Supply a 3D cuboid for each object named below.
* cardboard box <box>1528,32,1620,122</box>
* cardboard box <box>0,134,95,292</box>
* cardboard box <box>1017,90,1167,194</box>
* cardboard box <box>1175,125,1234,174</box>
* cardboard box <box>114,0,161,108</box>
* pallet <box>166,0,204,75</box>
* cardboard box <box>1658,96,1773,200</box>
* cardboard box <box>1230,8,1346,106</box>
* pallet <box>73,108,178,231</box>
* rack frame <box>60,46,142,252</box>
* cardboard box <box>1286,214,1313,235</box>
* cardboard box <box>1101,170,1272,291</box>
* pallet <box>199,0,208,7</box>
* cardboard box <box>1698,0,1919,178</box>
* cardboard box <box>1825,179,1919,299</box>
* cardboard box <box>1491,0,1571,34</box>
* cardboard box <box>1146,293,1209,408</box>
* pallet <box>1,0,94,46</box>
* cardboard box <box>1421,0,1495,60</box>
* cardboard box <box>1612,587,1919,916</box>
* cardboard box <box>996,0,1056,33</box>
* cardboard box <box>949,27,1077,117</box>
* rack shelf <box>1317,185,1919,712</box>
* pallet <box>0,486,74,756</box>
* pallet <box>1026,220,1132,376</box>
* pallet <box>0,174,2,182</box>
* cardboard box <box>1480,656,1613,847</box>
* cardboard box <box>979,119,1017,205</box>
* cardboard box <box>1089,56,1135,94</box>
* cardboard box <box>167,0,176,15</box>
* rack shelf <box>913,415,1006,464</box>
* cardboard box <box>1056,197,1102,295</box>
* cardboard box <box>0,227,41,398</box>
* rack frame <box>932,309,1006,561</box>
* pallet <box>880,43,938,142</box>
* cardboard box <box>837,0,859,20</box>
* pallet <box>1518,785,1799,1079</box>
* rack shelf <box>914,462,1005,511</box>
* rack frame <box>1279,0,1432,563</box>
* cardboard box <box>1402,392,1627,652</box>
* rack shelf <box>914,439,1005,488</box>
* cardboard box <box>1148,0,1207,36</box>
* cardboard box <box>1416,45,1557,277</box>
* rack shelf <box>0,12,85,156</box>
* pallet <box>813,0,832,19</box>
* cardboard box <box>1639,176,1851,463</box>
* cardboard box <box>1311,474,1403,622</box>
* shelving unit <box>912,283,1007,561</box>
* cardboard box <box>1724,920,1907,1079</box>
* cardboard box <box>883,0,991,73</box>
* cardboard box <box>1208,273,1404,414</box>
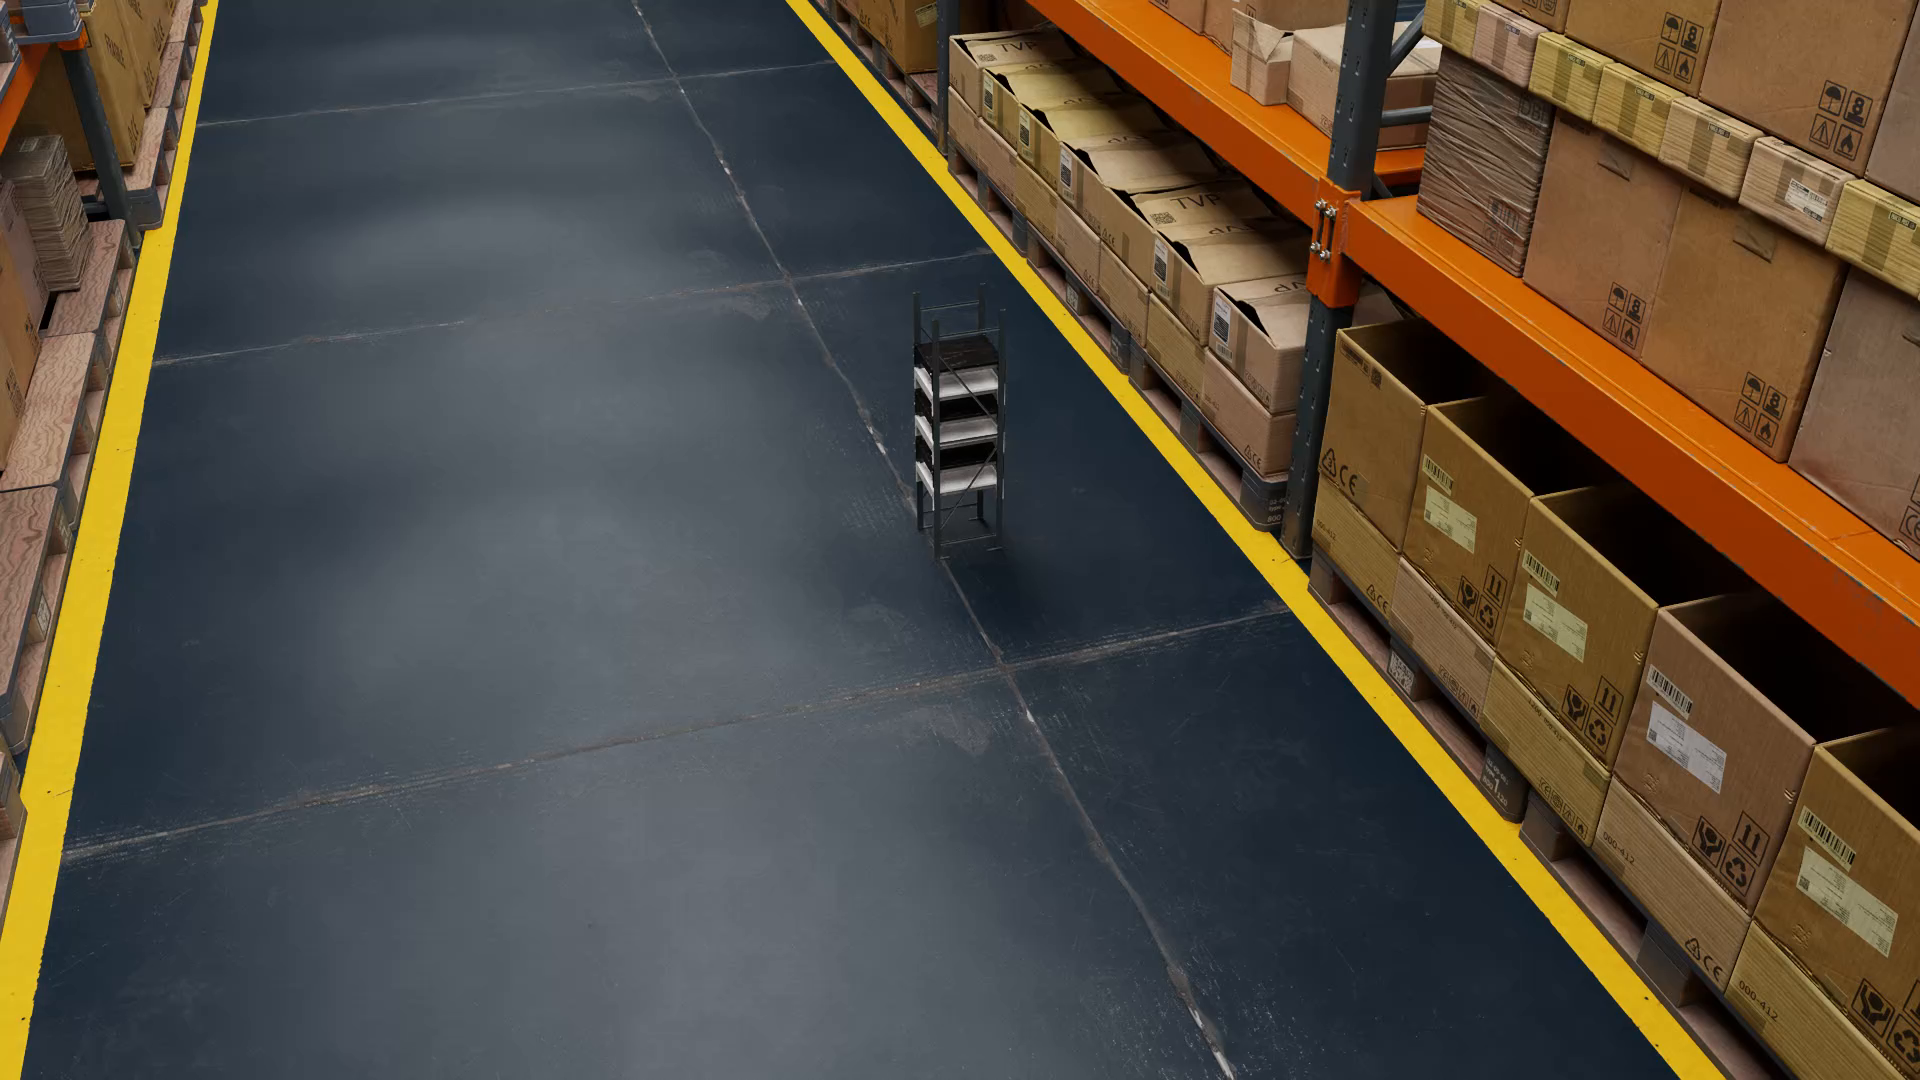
[{"bbox_3d":[1.649,-1.163,4.110,0.380,0.149,0.250,-11,35,-16],"label":"cardboard box"},{"bbox_3d":[-4.073,-1.328,6.907,0.700,0.500,0.500,-10,35,-14],"label":"cardboard box"},{"bbox_3d":[0.576,-1.786,7.337,0.500,0.311,0.500,-11,35,-16],"label":"cardboard box"},{"bbox_3d":[1.235,-1.619,7.084,0.500,0.311,0.500,-9,35,-13],"label":"cardboard box"},{"bbox_3d":[-4.703,-2.704,8.690,0.750,0.750,0.750,-10,35,-15],"label":"cardboard box"},{"bbox_3d":[-5.255,-3.101,10.251,1.003,0.211,1.213,-10,35,-15],"label":"pallet"},{"bbox_3d":[1.805,-0.894,3.703,0.380,0.149,0.250,-11,35,-16],"label":"cardboard box"},{"bbox_3d":[1.151,-1.666,5.672,0.396,0.266,0.258,-11,35,-16],"label":"cardboard box"},{"bbox_3d":[-4.511,-1.820,8.312,1.003,0.211,1.213,-10,35,-15],"label":"pallet"},{"bbox_3d":[-4.342,-2.556,6.898,1.000,3.000,0.127,-10,35,-15],"label":"rack frame"},{"bbox_3d":[1.558,-1.076,6.262,0.500,0.311,0.500,-10,35,-15],"label":"cardboard box"},{"bbox_3d":[0.883,-1.252,6.529,0.500,0.311,0.500,-10,35,-15],"label":"cardboard box"},{"bbox_3d":[-5.720,-3.905,11.469,1.003,0.211,1.213,-10,35,-15],"label":"pallet"},{"bbox_3d":[2.043,-1.114,3.448,0.700,0.500,0.500,-10,35,-15],"label":"cardboard box"},{"bbox_3d":[1.968,-0.617,3.284,0.380,0.149,0.250,-10,35,-15],"label":"cardboard box"},{"bbox_3d":[1.736,-1.642,4.247,0.700,0.500,0.500,-10,35,-15],"label":"cardboard box"},{"bbox_3d":[1.039,-0.754,6.284,0.500,0.250,0.500,-11,35,-15],"label":"cardboard box"},{"bbox_3d":[-4.023,-2.120,6.412,1.213,0.211,1.003,-10,35,-15],"label":"pallet"},{"bbox_3d":[1.492,-1.430,4.514,0.380,0.149,0.250,-10,35,-15],"label":"cardboard box"},{"bbox_3d":[1.897,0.451,3.779,0.500,0.500,0.500,-10,35,-15],"label":"cardboard box"},{"bbox_3d":[0.508,-2.819,9.164,0.500,0.500,0.500,-9,34,-13],"label":"cardboard box"},{"bbox_3d":[0.254,-2.329,8.158,0.500,0.311,0.500,-9,34,-13],"label":"cardboard box"},{"bbox_3d":[2.204,0.059,3.593,1.077,0.370,4.000,-10,35,-15],"label":"rack shelf"},{"bbox_3d":[-3.361,0.299,5.107,1.003,0.211,1.213,-10,35,-15],"label":"pallet"},{"bbox_3d":[0.957,-1.150,7.299,1.003,0.211,1.213,-10,35,-15],"label":"pallet"},{"bbox_3d":[-3.217,-0.802,4.417,1.003,0.211,1.213,-10,35,-15],"label":"pallet"},{"bbox_3d":[1.742,0.502,4.383,0.500,0.250,0.500,-10,35,-15],"label":"cardboard box"},{"bbox_3d":[0.409,-1.831,7.914,0.500,0.250,0.500,-11,35,-16],"label":"cardboard box"},{"bbox_3d":[0.933,-2.148,7.884,0.500,0.311,0.500,-11,35,-15],"label":"cardboard box"},{"bbox_3d":[-5.240,-3.615,10.070,0.750,0.750,0.750,-10,35,-14],"label":"cardboard box"},{"bbox_3d":[-0.002,-0.352,5.527,0.258,0.077,0.200,-10,35,-15],"label":"rack shelf"},{"bbox_3d":[0.729,-1.290,7.095,0.500,0.250,0.500,-9,35,-14],"label":"cardboard box"},{"bbox_3d":[-3.848,-0.782,6.080,0.700,0.500,0.500,-10,35,-15],"label":"cardboard box"},{"bbox_3d":[0.029,-0.326,5.428,0.240,0.900,0.006,-10,35,-15],"label":"rack frame"},{"bbox_3d":[0.183,-2.626,9.533,1.003,0.211,1.213,-10,35,-15],"label":"pallet"},{"bbox_3d":[-0.458,-3.530,10.239,0.500,0.500,0.500,-11,35,-17],"label":"cardboard box"},{"bbox_3d":[2.173,0.938,4.138,1.003,0.211,1.213,-10,35,-15],"label":"pallet"},{"bbox_3d":[-0.002,-0.202,5.626,0.258,0.077,0.200,-10,35,-15],"label":"rack shelf"},{"bbox_3d":[1.594,-1.291,4.983,1.000,3.000,0.127,-10,35,-15],"label":"rack frame"},{"bbox_3d":[1.598,-0.075,4.575,0.500,0.500,0.500,-10,35,-15],"label":"cardboard box"},{"bbox_3d":[-0.002,-0.277,5.576,0.258,0.077,0.200,-10,35,-15],"label":"rack shelf"},{"bbox_3d":[1.062,-2.278,6.387,0.500,0.500,0.500,-10,35,-15],"label":"cardboard box"},{"bbox_3d":[1.736,-1.101,4.605,0.700,0.500,0.500,-11,35,-16],"label":"cardboard box"},{"bbox_3d":[-3.732,-1.206,5.507,1.077,0.370,4.000,-10,35,-15],"label":"rack shelf"},{"bbox_3d":[-0.562,-3.907,11.472,1.003,0.211,1.213,-10,35,-15],"label":"pallet"},{"bbox_3d":[2.052,-0.561,3.788,0.700,0.500,0.500,-10,35,-14],"label":"cardboard box"},{"bbox_3d":[1.447,-0.025,5.180,0.500,0.250,0.500,-10,35,-15],"label":"cardboard box"},{"bbox_3d":[-0.002,-0.380,5.508,0.258,0.900,0.210,-10,35,-15],"label":"shelving unit"},{"bbox_3d":[2.051,1.026,3.589,0.500,0.250,0.500,-10,35,-15],"label":"cardboard box"},{"bbox_3d":[-0.135,-2.984,9.413,0.500,0.500,0.500,-9,34,-13],"label":"cardboard box"},{"bbox_3d":[1.198,-0.718,5.720,0.500,0.311,0.500,-10,35,-15],"label":"cardboard box"}]
